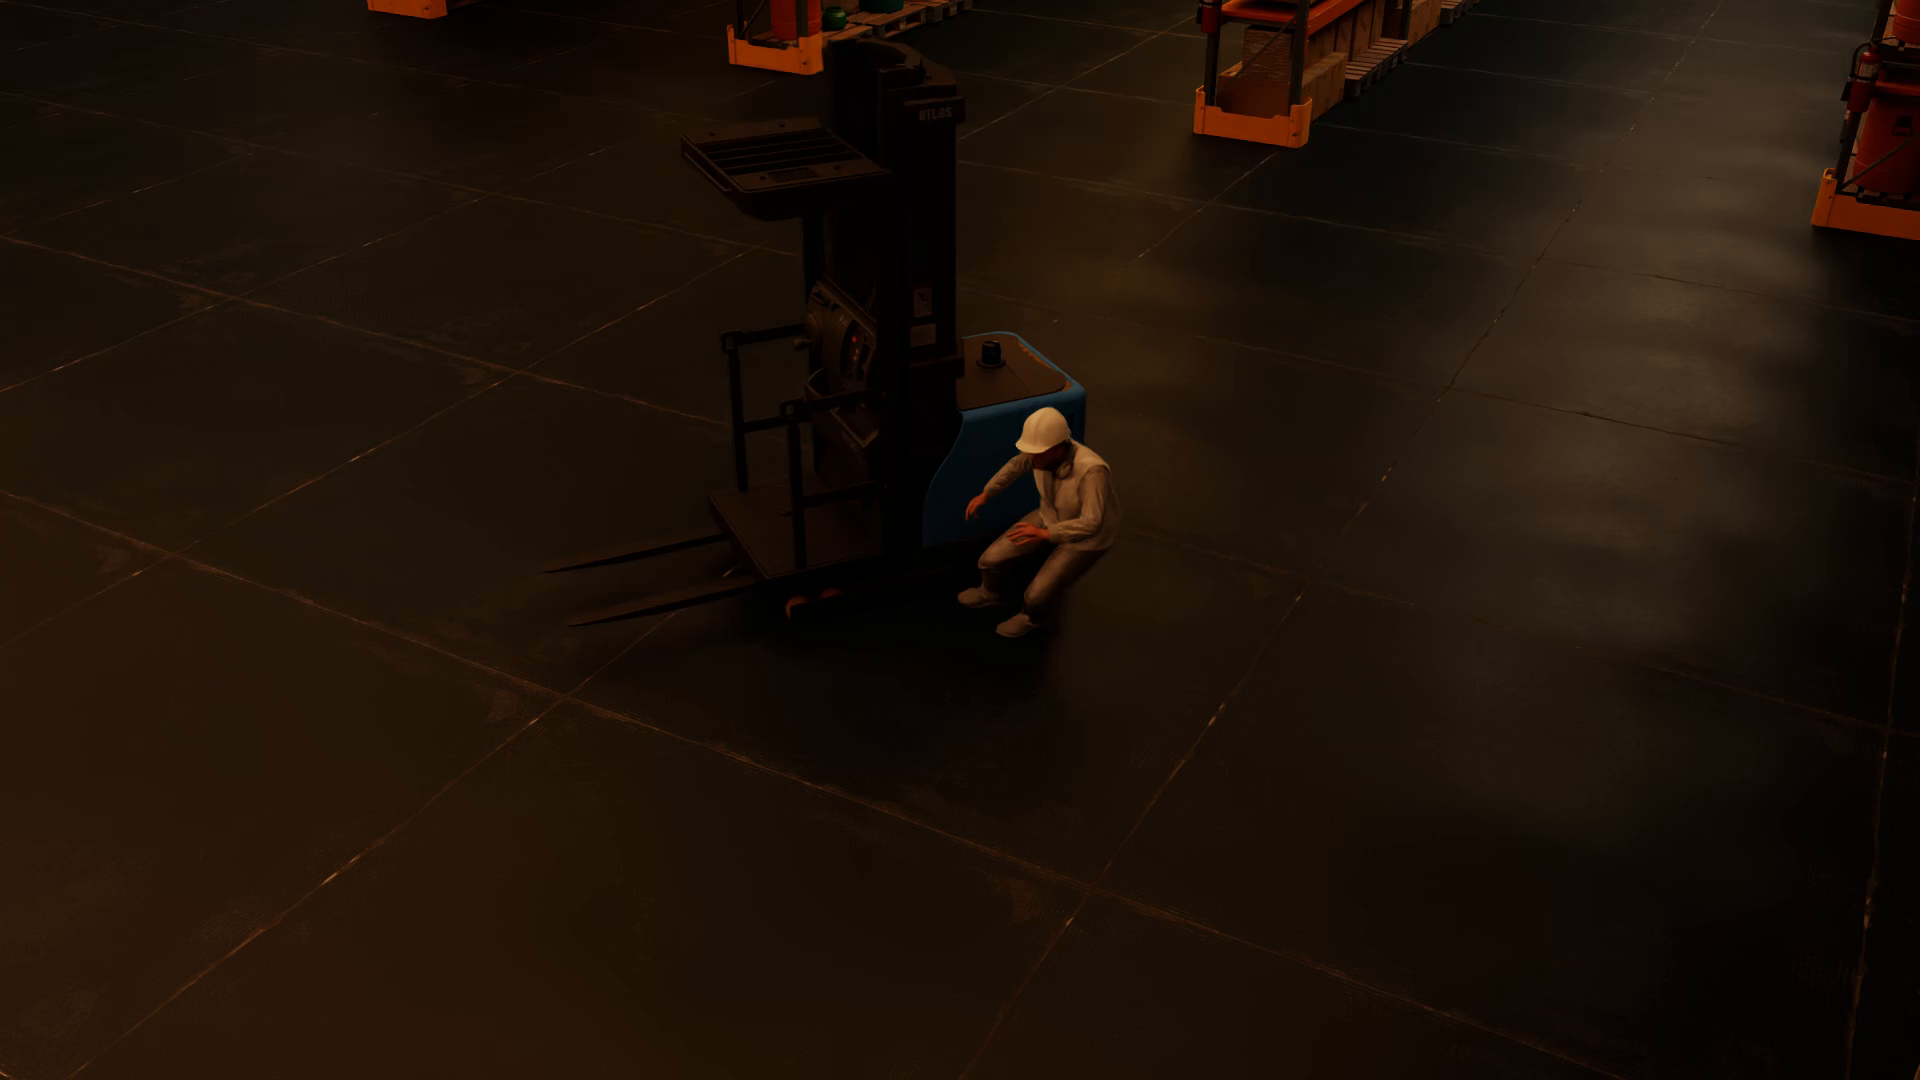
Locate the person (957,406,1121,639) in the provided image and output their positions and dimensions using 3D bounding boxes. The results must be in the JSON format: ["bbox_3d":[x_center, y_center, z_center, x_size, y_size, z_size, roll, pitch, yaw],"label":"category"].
[{"bbox_3d":[0.347,-0.034,8.530,1.052,1.530,0.907,22,37,33],"label":"person"}]

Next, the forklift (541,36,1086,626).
[{"bbox_3d":[-0.833,-1.095,8.968,3.031,2.935,1.130,-13,32,-21],"label":"forklift"}]
